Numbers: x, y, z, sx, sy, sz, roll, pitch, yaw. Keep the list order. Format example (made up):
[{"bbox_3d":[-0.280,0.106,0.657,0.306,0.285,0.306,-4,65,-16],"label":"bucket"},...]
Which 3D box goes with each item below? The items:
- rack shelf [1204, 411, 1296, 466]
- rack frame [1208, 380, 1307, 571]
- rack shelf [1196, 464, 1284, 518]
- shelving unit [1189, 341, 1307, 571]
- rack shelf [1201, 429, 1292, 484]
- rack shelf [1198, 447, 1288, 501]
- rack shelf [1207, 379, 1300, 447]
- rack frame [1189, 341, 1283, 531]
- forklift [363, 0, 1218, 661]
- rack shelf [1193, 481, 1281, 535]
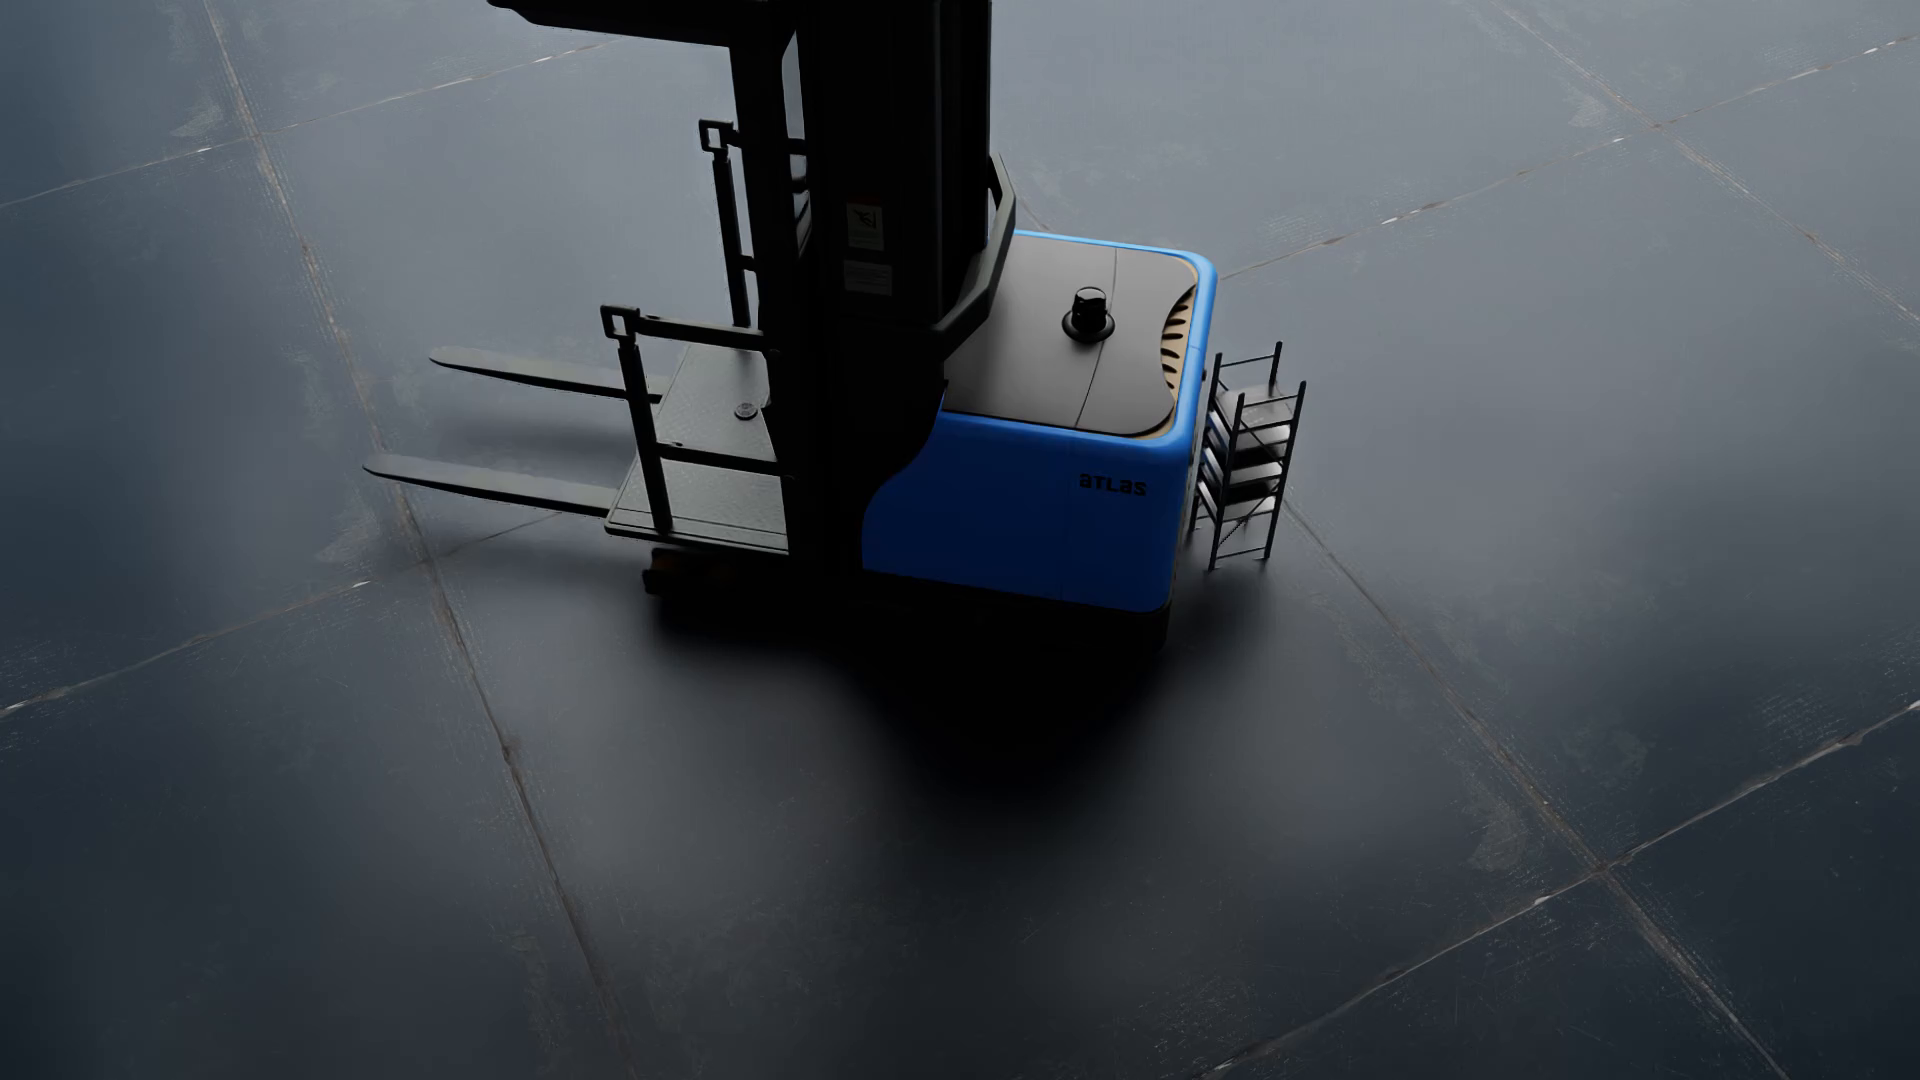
[{"bbox_3d":[1.007,-0.378,5.788,0.258,0.077,0.200,-12,50,-10],"label":"rack shelf"},{"bbox_3d":[1.034,-0.208,5.834,0.240,0.900,0.006,-12,50,-10],"label":"rack frame"},{"bbox_3d":[1.007,-0.200,5.991,0.258,0.077,0.200,-12,50,-10],"label":"rack shelf"},{"bbox_3d":[1.007,-0.281,5.898,0.258,0.900,0.210,-12,50,-10],"label":"shelving unit"},{"bbox_3d":[1.007,-0.319,5.856,0.258,0.077,0.200,-12,50,-10],"label":"rack shelf"},{"bbox_3d":[1.007,-0.259,5.923,0.258,0.077,0.200,-12,50,-10],"label":"rack shelf"},{"bbox_3d":[1.007,-0.437,5.720,0.258,0.077,0.200,-12,50,-10],"label":"rack shelf"},{"bbox_3d":[0.980,-0.355,5.963,0.240,0.900,0.006,-12,50,-10],"label":"rack frame"},{"bbox_3d":[-0.677,-1.104,5.268,3.031,2.935,1.130,9,49,8],"label":"forklift"},{"bbox_3d":[1.007,-0.141,6.059,0.258,0.077,0.200,-12,50,-10],"label":"rack shelf"}]
